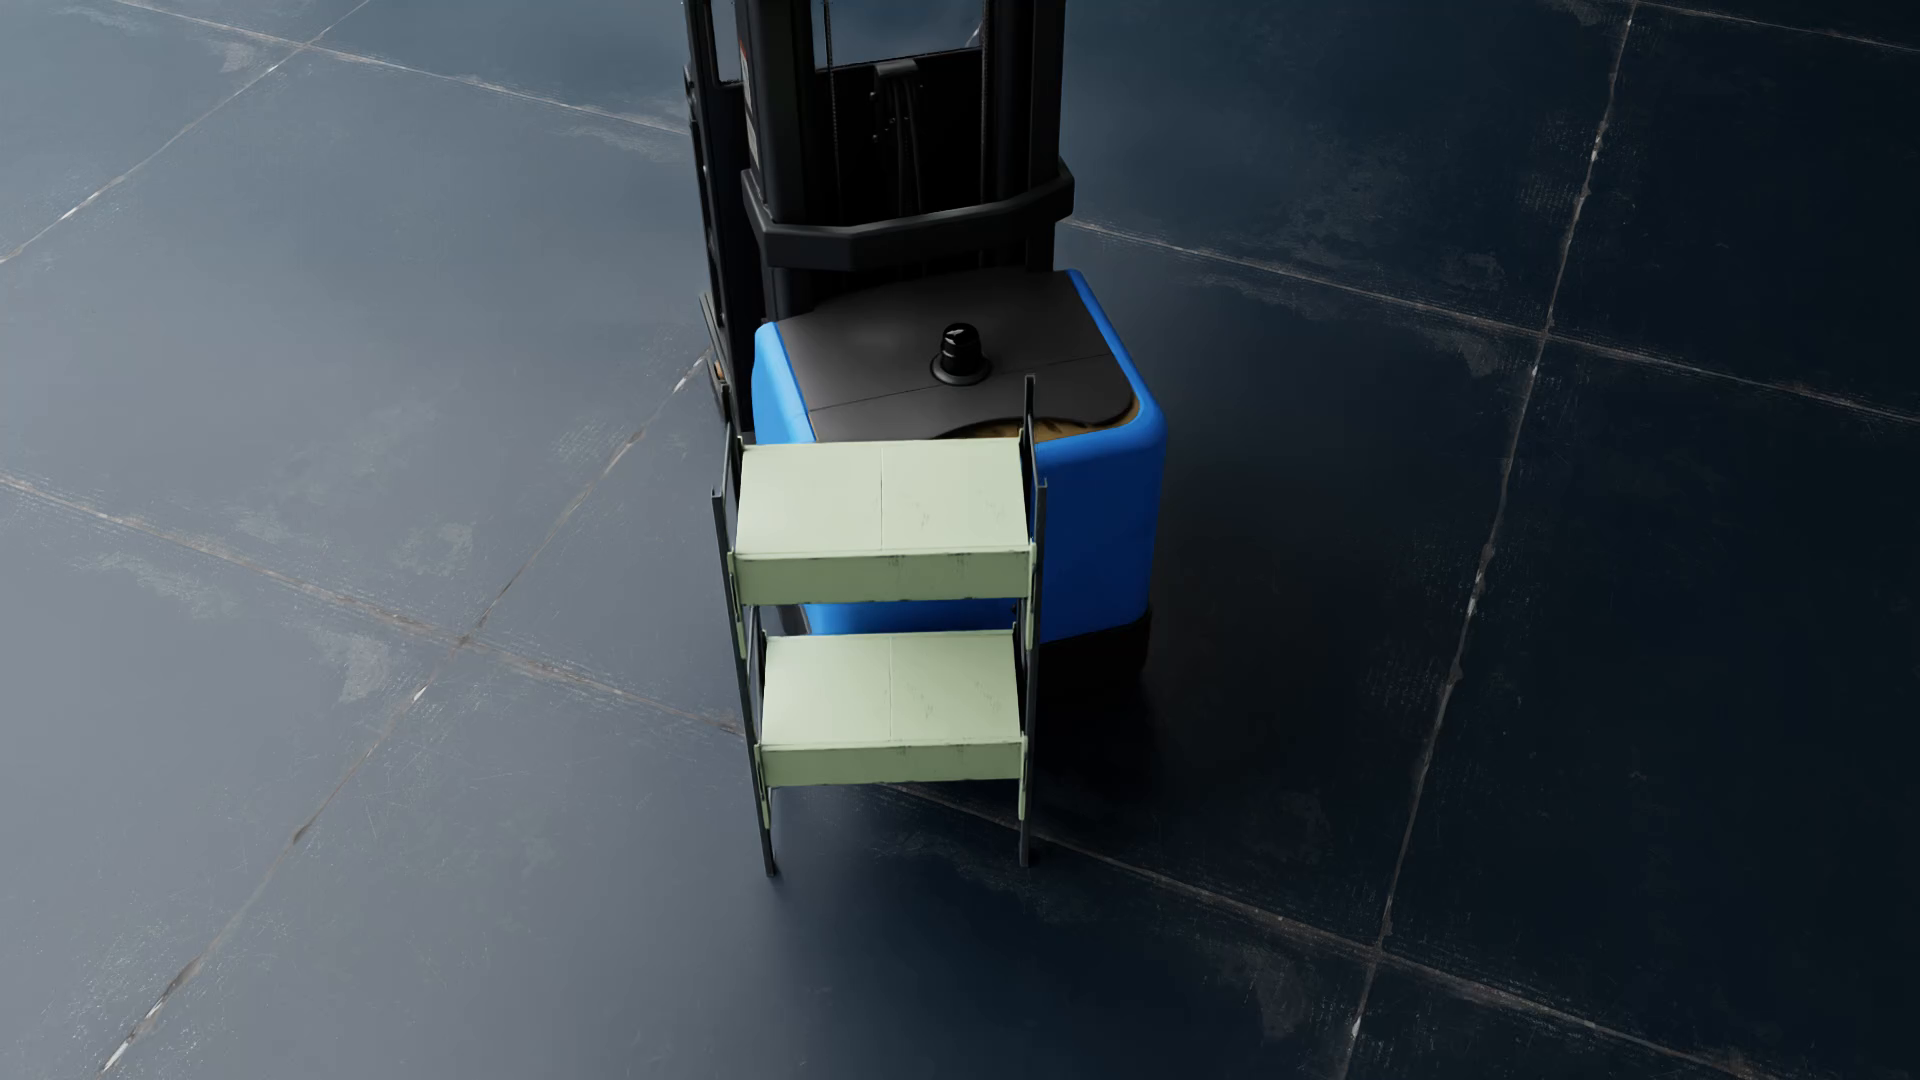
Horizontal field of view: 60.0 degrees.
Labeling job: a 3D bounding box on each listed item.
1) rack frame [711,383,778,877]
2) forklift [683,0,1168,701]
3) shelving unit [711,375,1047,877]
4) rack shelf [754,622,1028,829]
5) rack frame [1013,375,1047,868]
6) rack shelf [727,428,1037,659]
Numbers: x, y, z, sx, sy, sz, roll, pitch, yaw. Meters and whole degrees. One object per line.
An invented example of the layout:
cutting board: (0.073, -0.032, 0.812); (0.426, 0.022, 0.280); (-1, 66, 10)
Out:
rack frame: (-0.554, 0.295, 4.391); (0.023, 1.500, 0.400); (-2, 45, -2)
forklift: (-0.316, -1.494, 5.173); (1.130, 2.935, 3.031); (-12, 46, -12)
shelving unit: (-0.188, 0.284, 4.402); (0.755, 1.500, 0.431); (-2, 45, -2)
rack shelf: (-0.188, 0.515, 4.632); (0.720, 0.370, 0.431); (-2, 45, -2)
rack frame: (0.177, 0.273, 4.412); (0.023, 1.500, 0.400); (-2, 45, -2)
rack shelf: (-0.188, 0.007, 4.126); (0.720, 0.370, 0.431); (-2, 45, -2)
